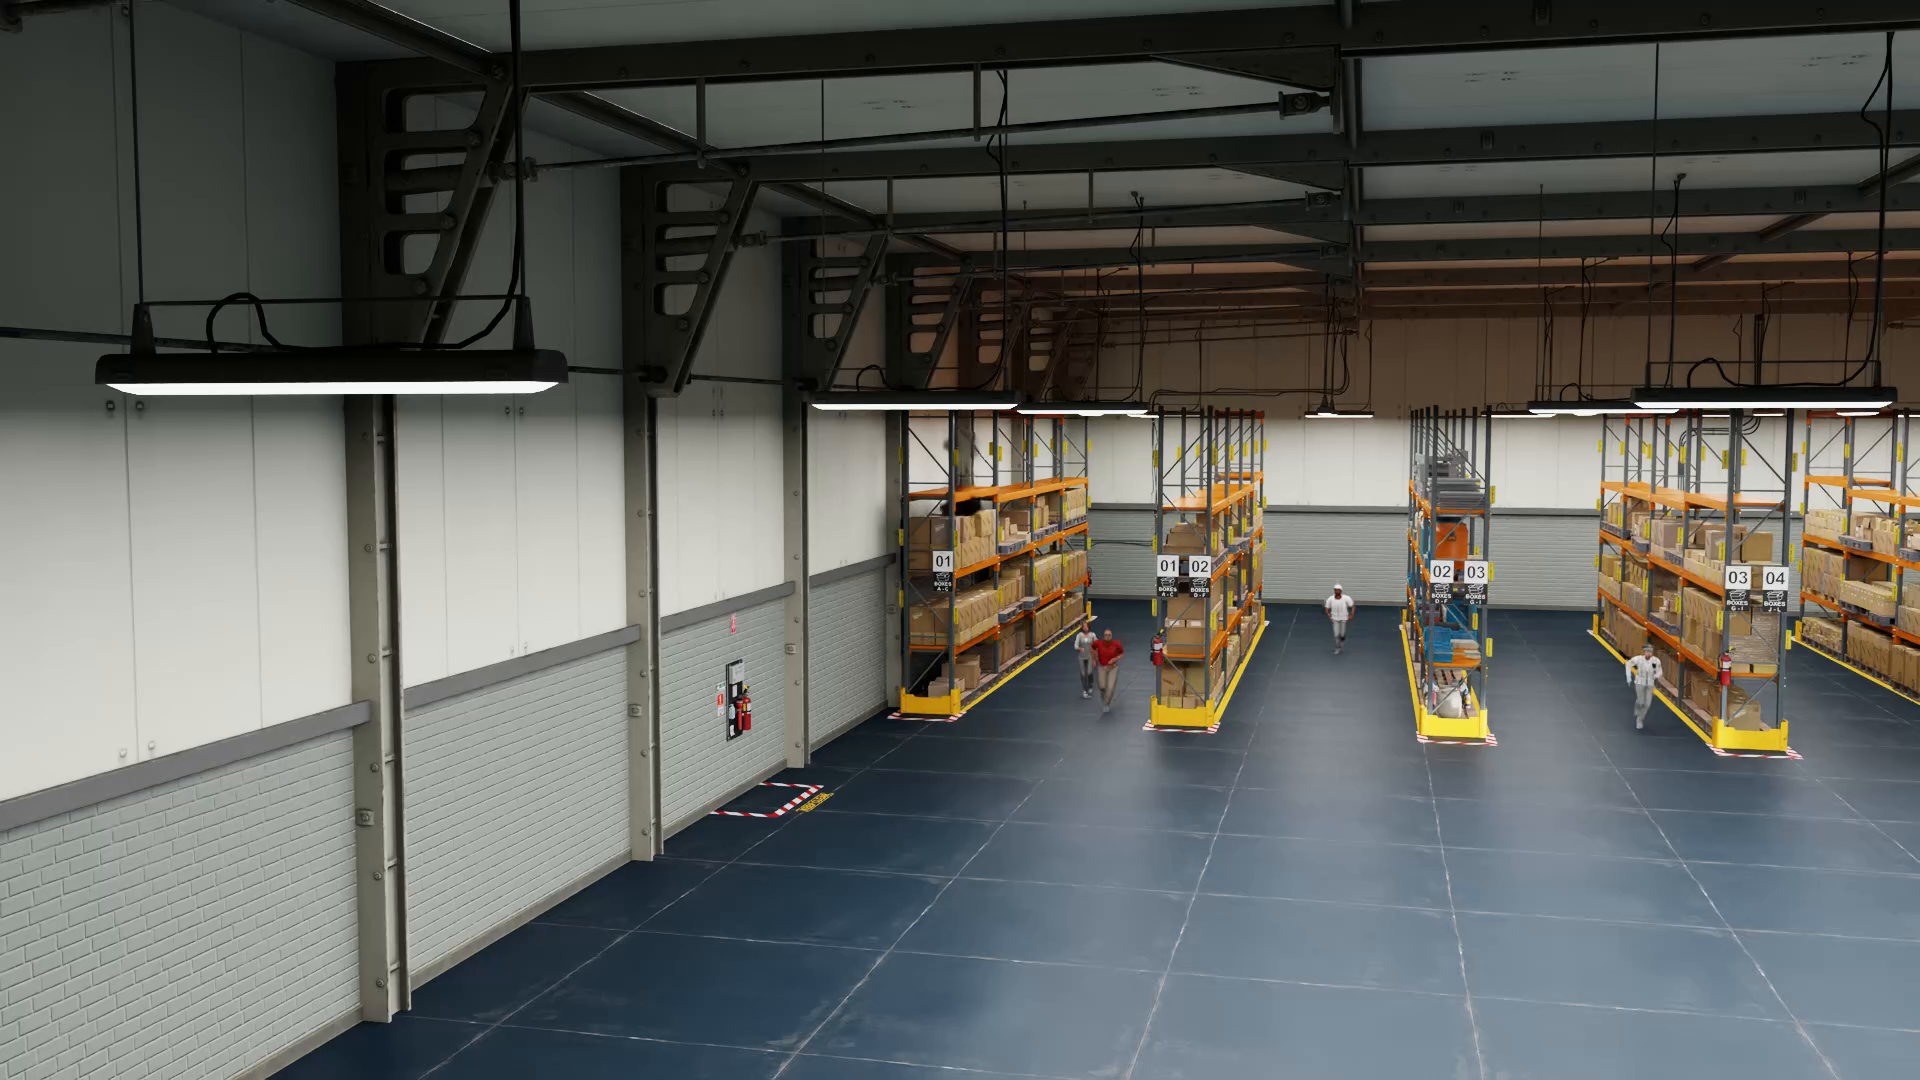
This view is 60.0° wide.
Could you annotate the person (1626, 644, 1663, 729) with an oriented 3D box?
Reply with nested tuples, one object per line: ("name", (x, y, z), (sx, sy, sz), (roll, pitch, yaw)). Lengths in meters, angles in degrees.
("person", (12.729, 2.713, 30.919), (0.605, 1.616, 0.667), (1, 4, 7))

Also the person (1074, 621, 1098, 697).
("person", (2.611, 2.460, 34.284), (0.511, 1.570, 0.636), (1, 4, 10))

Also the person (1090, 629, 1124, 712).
("person", (2.890, 2.566, 32.720), (0.653, 1.654, 0.746), (0, 4, 3))

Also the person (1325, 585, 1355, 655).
("person", (9.287, 1.948, 40.721), (0.714, 1.728, 0.661), (1, 4, 19))
